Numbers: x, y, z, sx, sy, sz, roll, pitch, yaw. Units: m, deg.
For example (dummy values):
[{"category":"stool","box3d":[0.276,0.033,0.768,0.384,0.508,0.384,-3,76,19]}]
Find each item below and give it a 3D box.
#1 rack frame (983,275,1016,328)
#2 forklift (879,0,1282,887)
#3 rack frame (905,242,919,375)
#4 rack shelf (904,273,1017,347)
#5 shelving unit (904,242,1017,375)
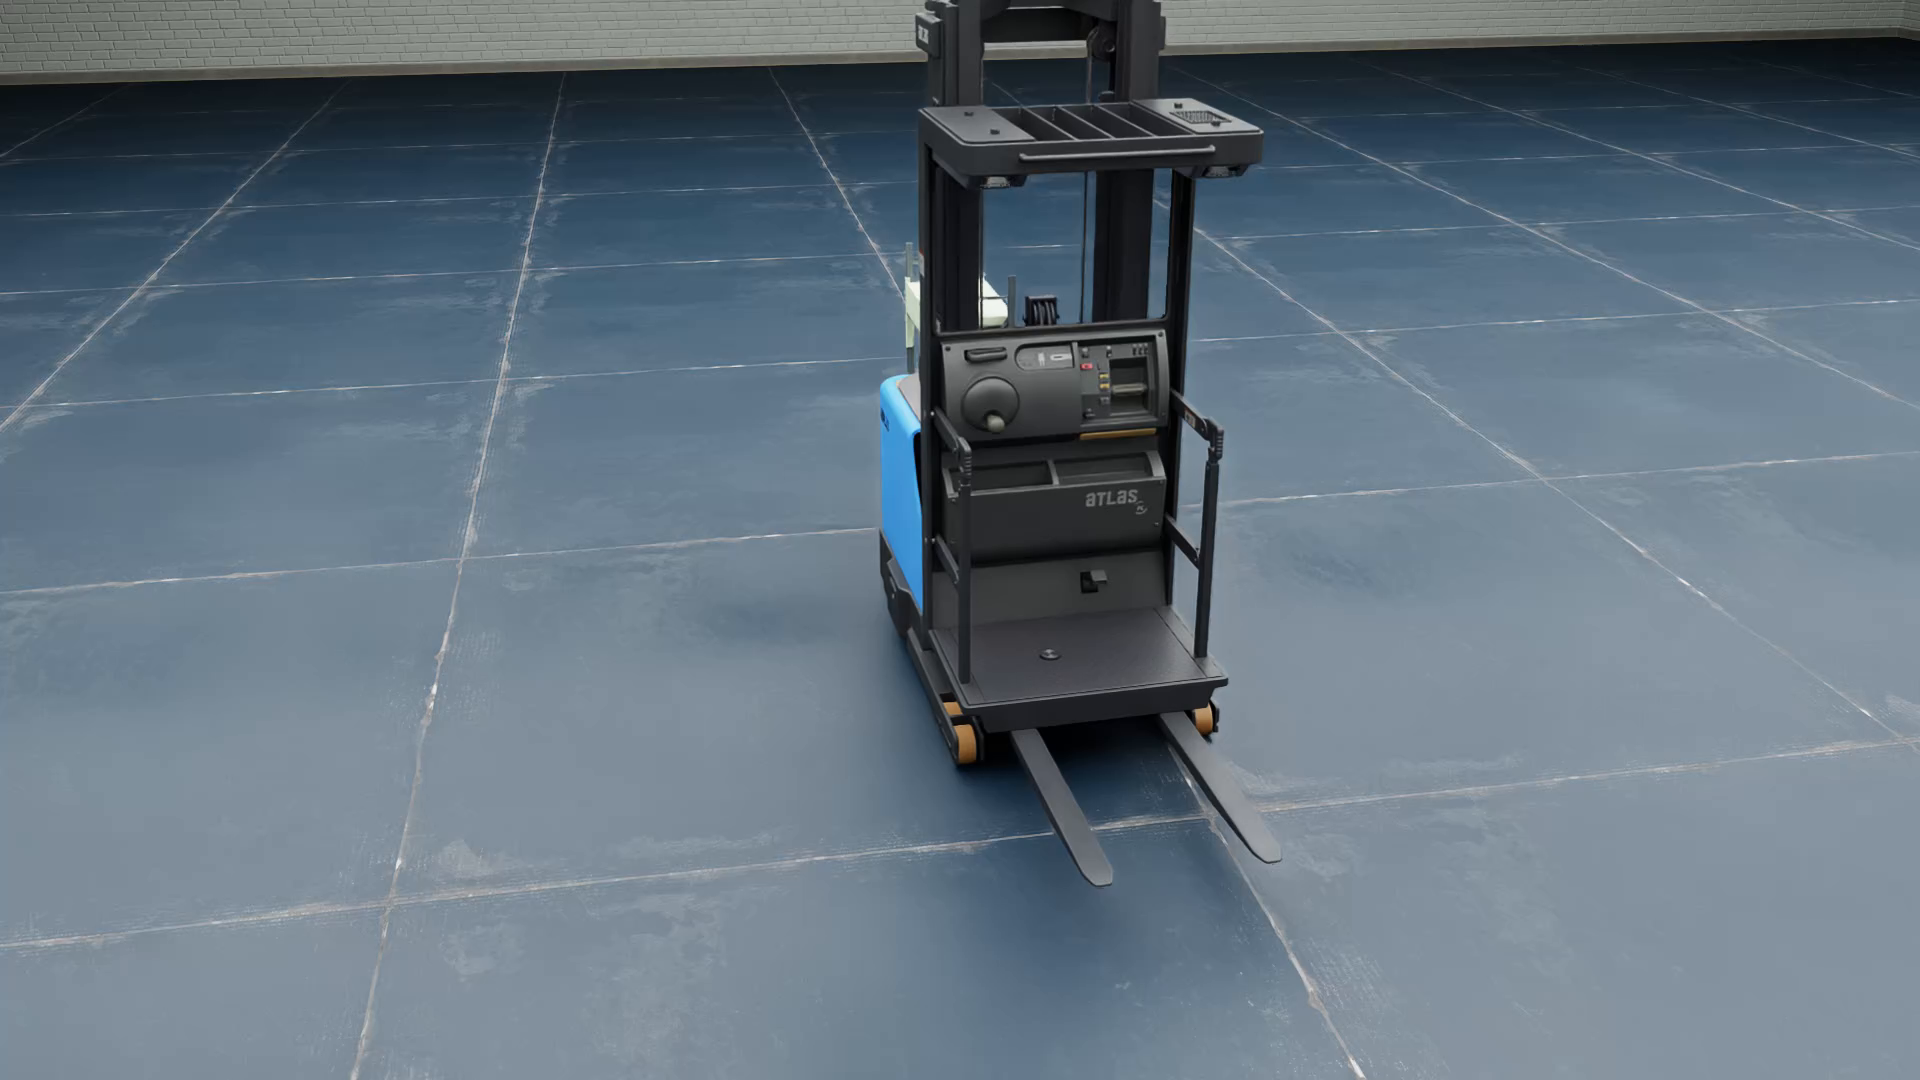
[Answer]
[{"category":"rack frame","box3d":[0.065,-0.552,8.138,0.400,1.500,0.023,-5,24,-11]},{"category":"forklift","box3d":[0.438,-0.604,6.472,1.130,2.935,3.031,-5,24,-12]},{"category":"rack frame","box3d":[-0.083,-0.839,8.795,0.400,1.500,0.023,-5,24,-11]},{"category":"rack shelf","box3d":[-0.008,-1.053,8.311,0.431,0.370,0.720,-5,24,-11]},{"category":"shelving unit","box3d":[-0.009,-0.695,8.467,0.431,1.500,0.755,-5,24,-11]}]
